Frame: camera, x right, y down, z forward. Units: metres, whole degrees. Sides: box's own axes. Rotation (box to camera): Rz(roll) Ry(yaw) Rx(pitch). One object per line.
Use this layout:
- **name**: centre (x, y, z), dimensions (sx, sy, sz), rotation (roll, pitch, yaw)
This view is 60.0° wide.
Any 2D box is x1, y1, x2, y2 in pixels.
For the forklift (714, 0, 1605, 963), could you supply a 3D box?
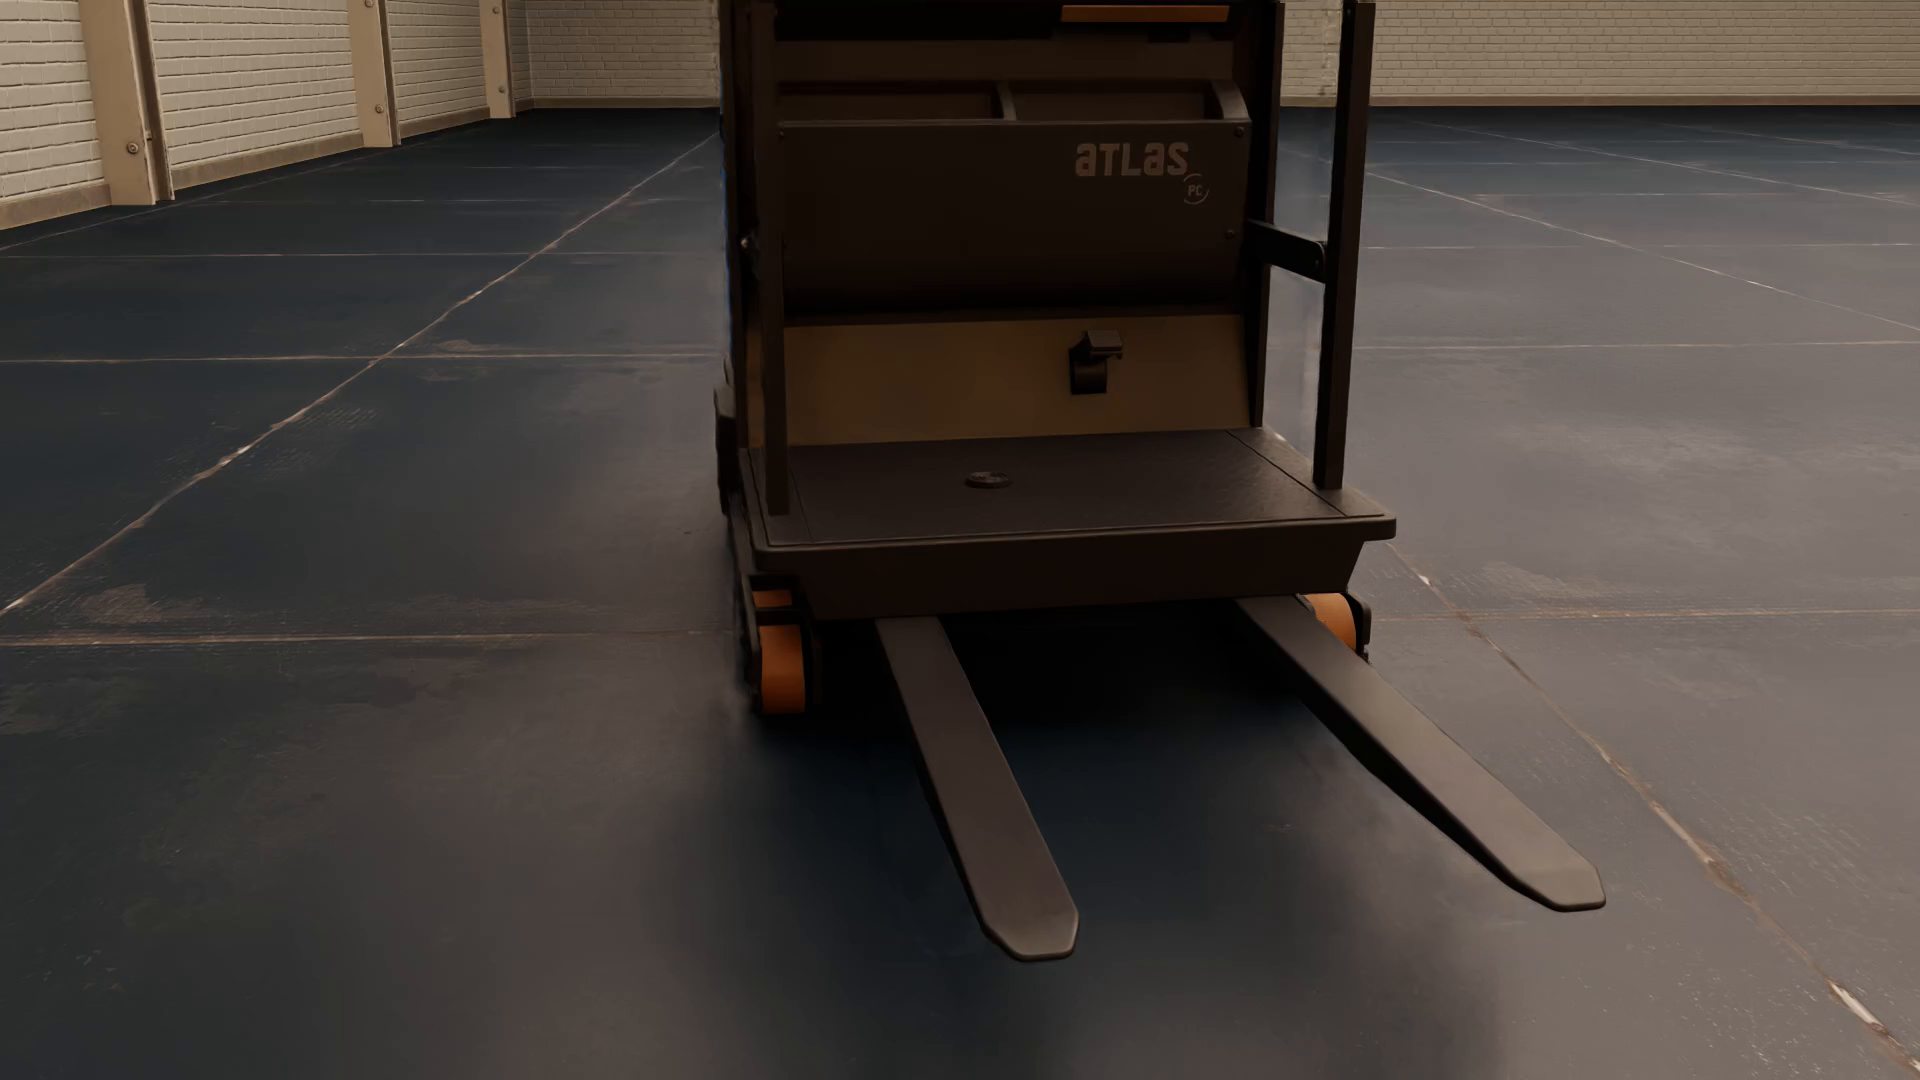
- **forklift**: centre (0.130, -1.206, 2.849), dimensions (1.130, 2.935, 3.031), rotation (-3, 17, -9)
